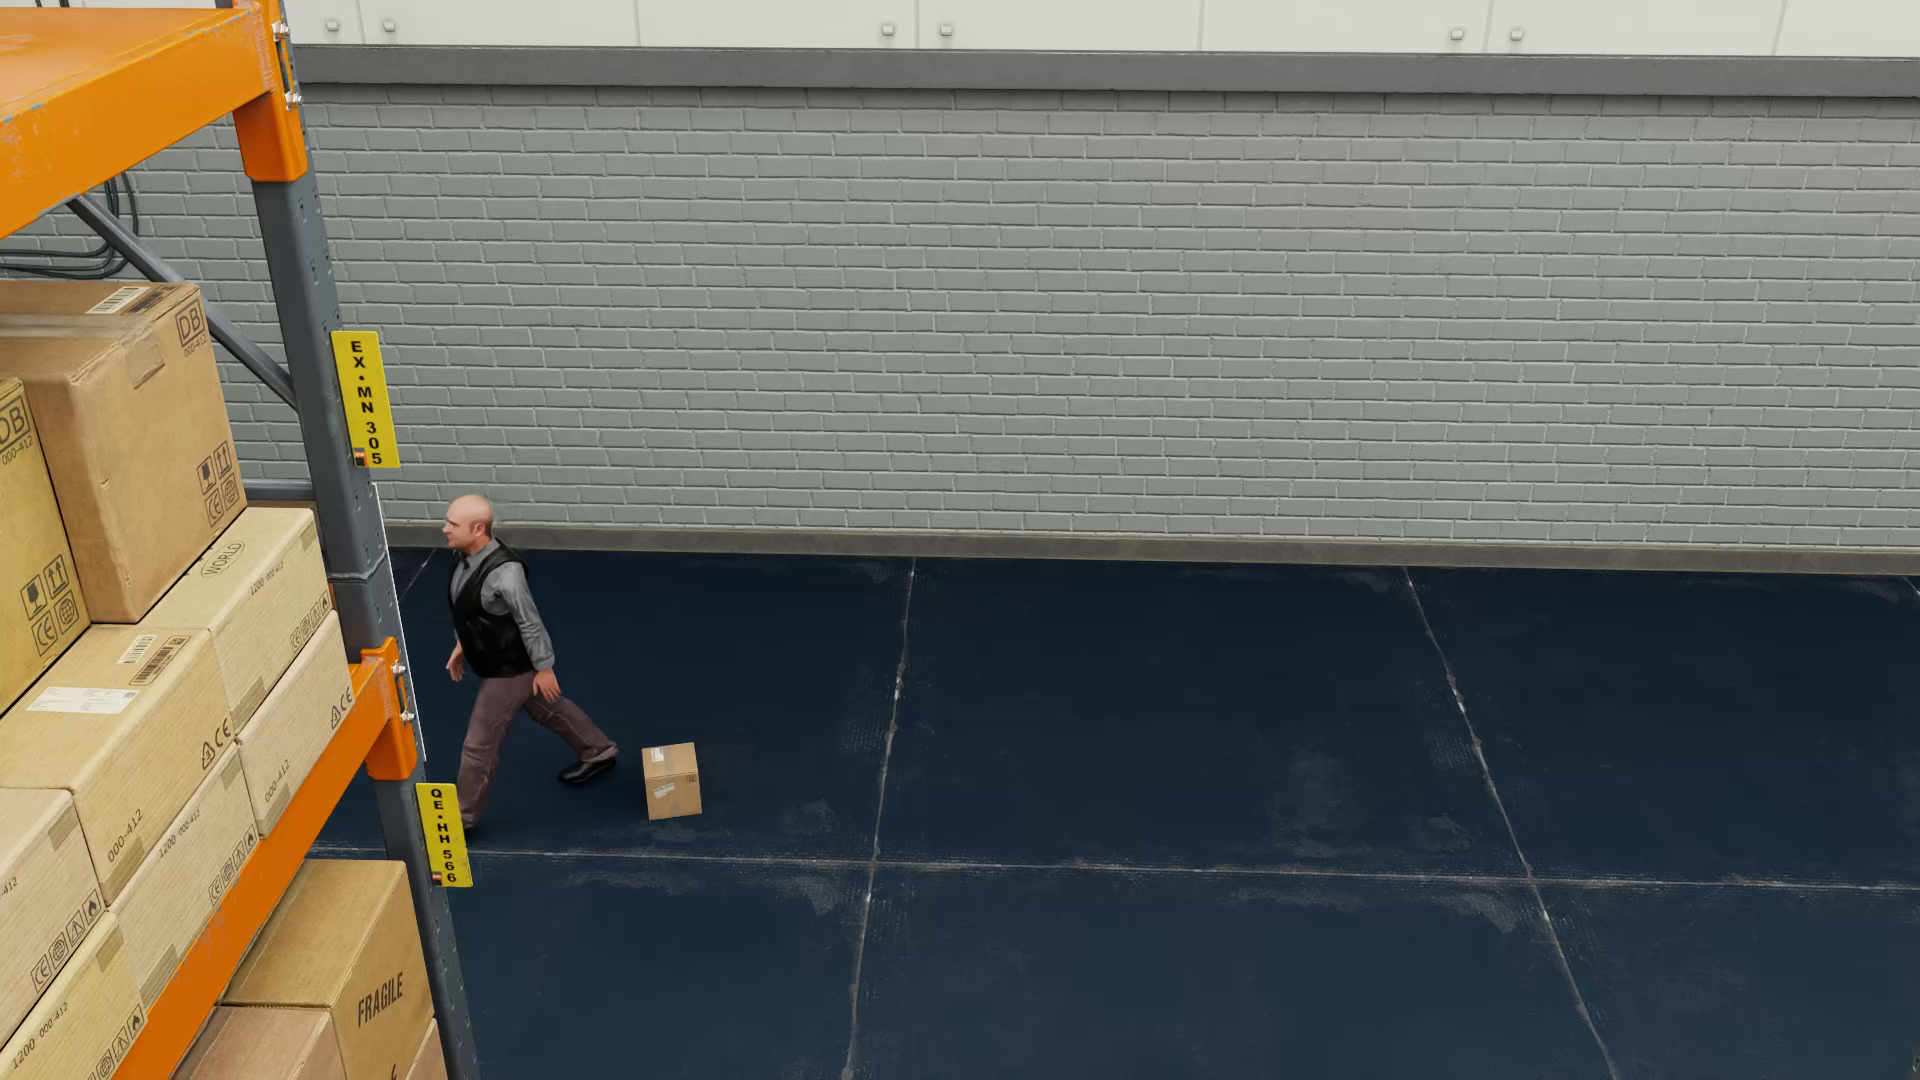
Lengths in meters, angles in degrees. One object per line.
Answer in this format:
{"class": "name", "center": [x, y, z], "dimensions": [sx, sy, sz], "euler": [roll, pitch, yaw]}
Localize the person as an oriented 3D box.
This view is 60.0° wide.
{"class": "person", "center": [-2.137, 0.543, 7.624], "dimensions": [1.069, 1.660, 0.543], "euler": [-16, 32, -27]}
